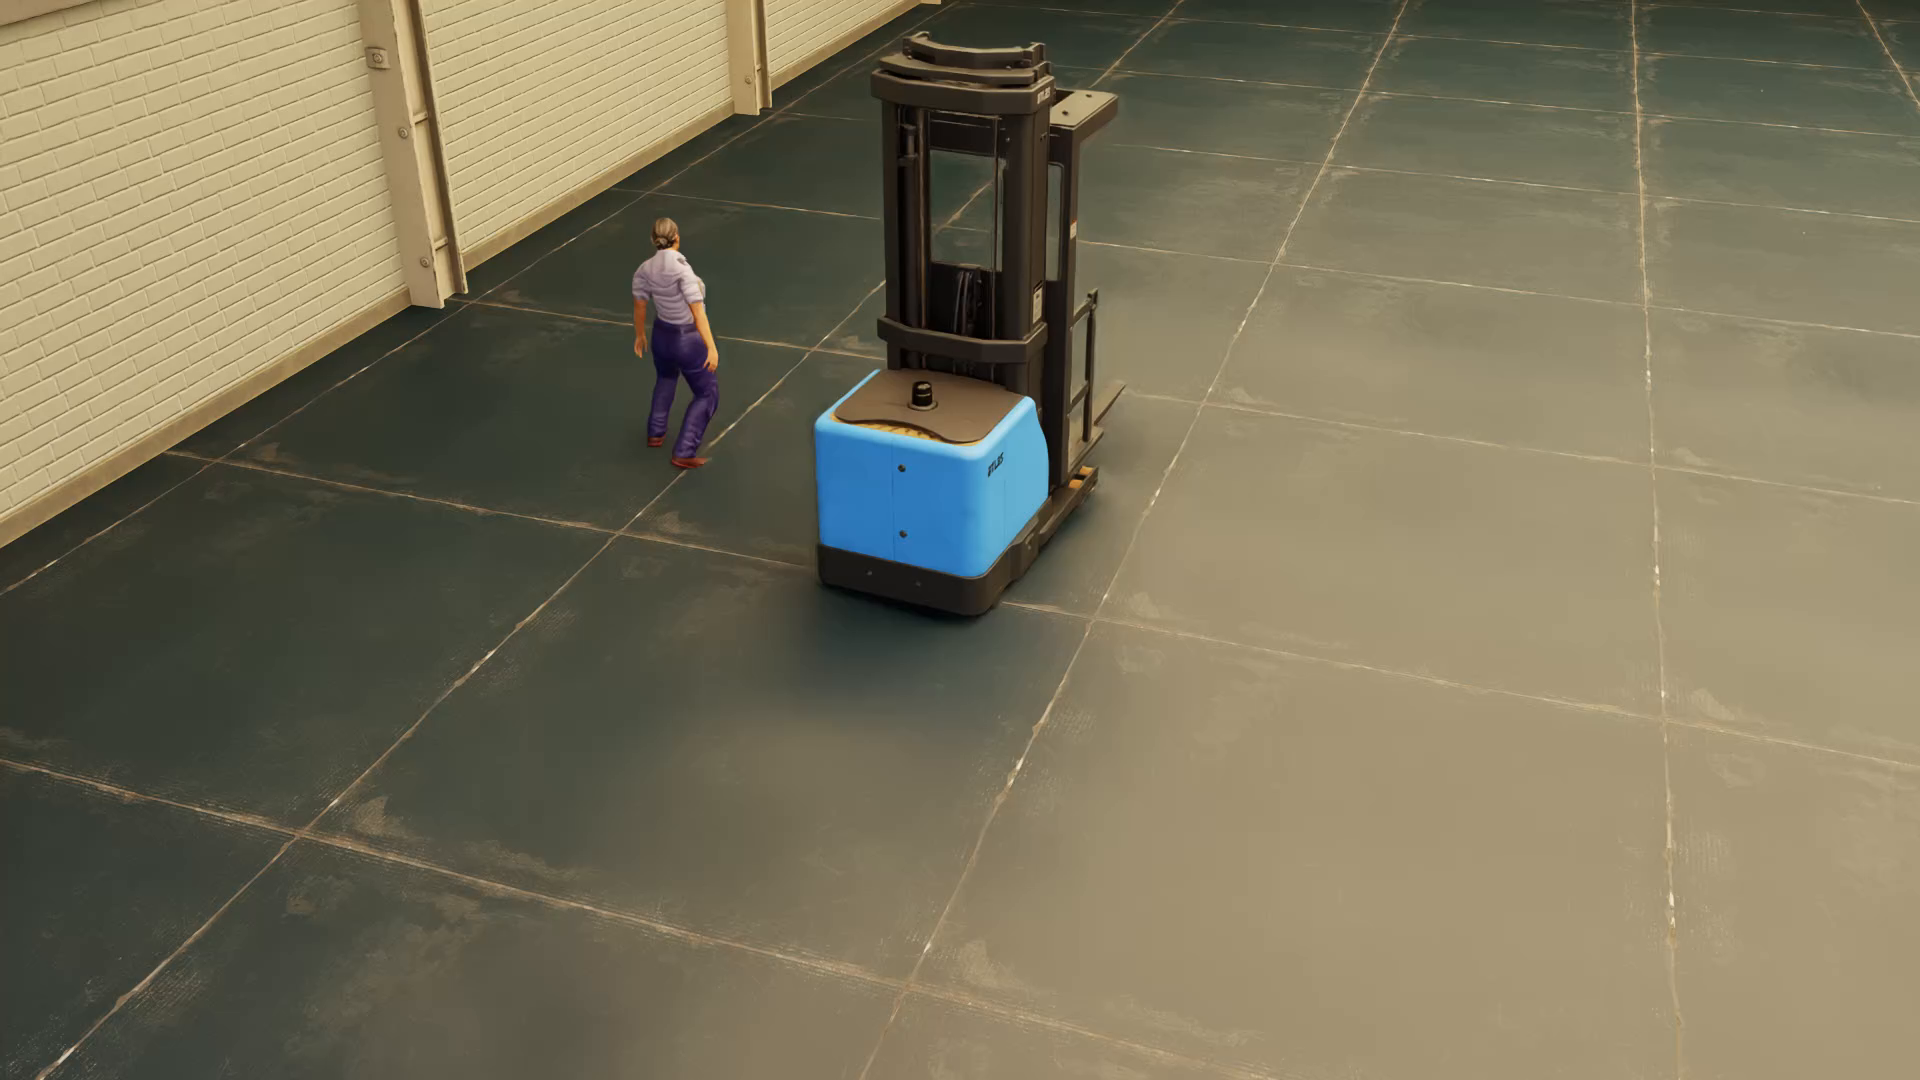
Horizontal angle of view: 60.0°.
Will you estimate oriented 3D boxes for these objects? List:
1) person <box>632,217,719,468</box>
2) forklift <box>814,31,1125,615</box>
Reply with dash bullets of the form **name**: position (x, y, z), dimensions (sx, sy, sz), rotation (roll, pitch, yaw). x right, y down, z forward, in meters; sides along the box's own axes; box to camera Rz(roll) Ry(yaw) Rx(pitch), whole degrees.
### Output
- **person**: position (-1.841, -1.250, 10.746), dimensions (0.819, 1.625, 0.485), rotation (22, 36, 33)
- **forklift**: position (0.238, -1.566, 9.884), dimensions (1.130, 2.935, 3.031), rotation (12, 32, 20)
